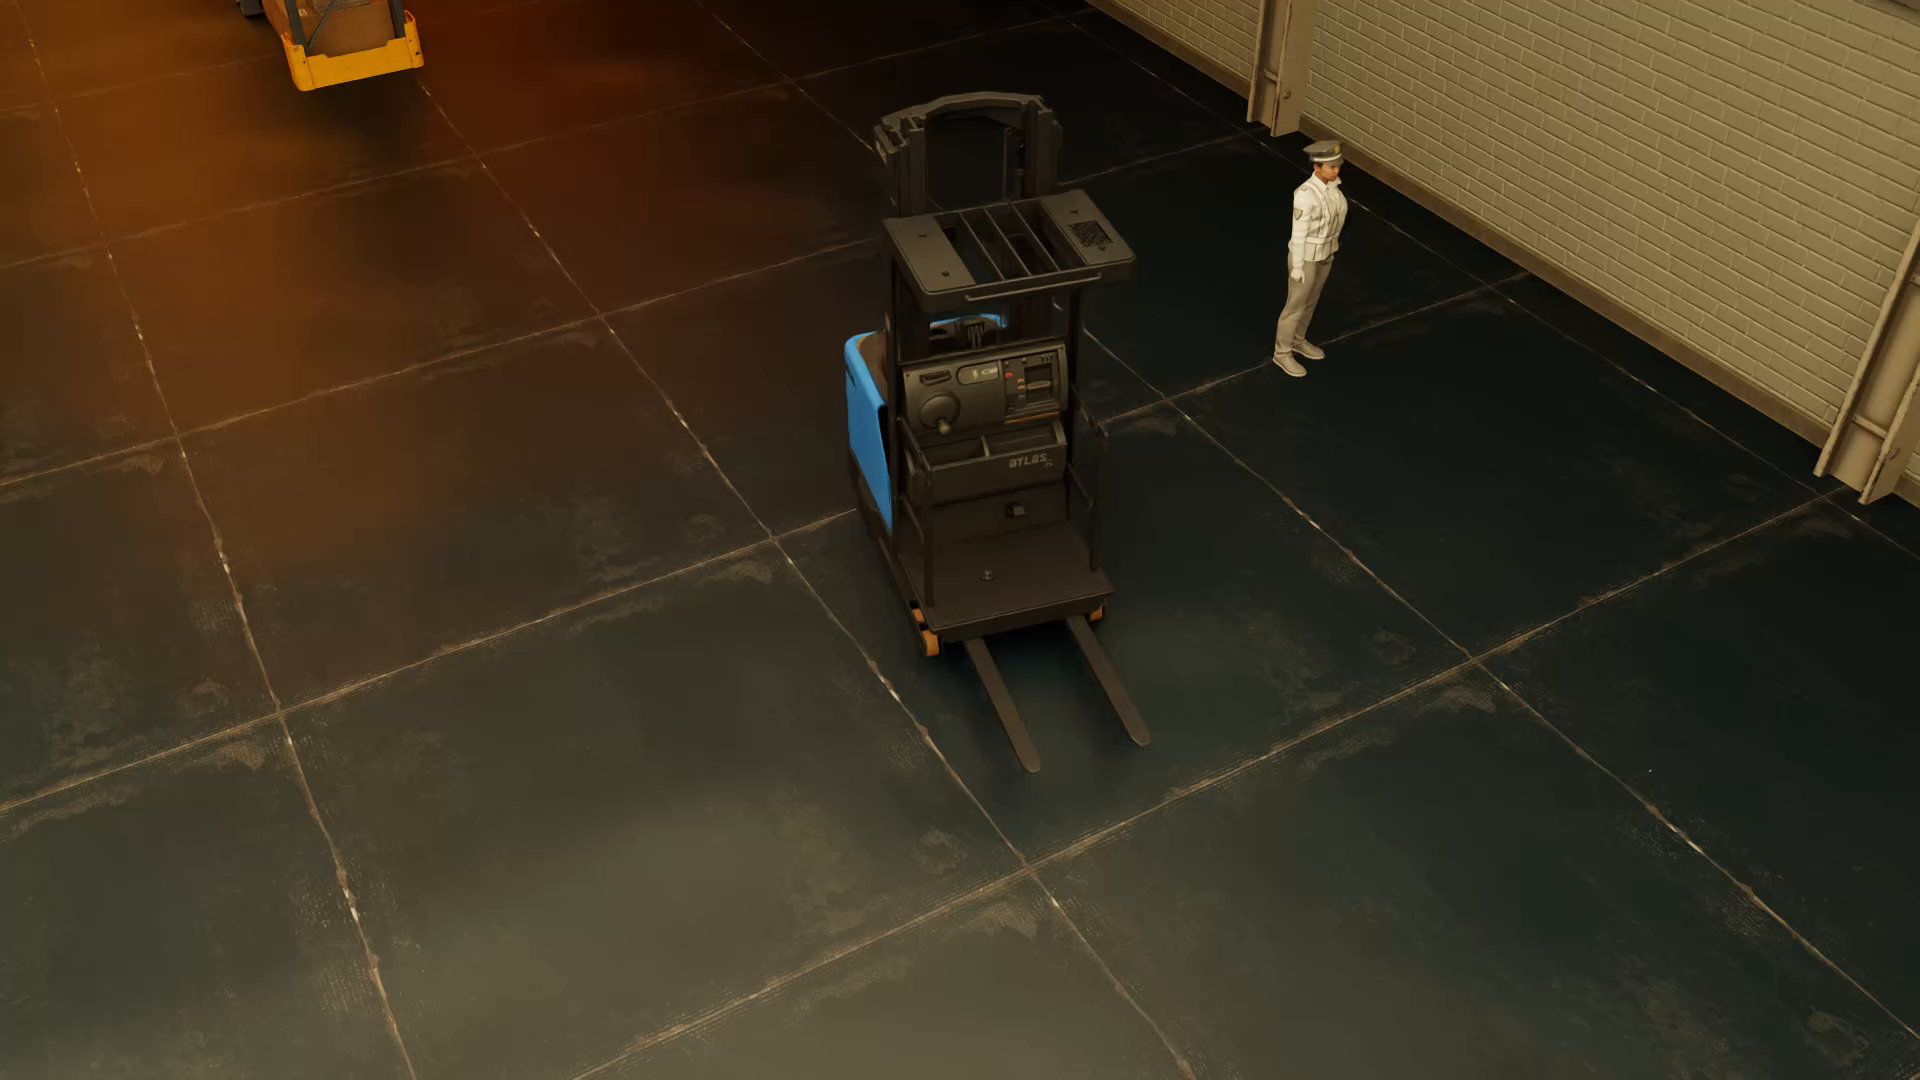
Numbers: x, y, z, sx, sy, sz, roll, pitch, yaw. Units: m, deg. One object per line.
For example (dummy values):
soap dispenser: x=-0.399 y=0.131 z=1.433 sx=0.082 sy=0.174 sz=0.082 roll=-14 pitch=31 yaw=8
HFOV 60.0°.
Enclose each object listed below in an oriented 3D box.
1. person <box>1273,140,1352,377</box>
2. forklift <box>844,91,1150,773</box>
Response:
person: x=2.415 y=-1.947 z=11.359 sx=0.336 sy=1.692 sz=0.464 roll=28 pitch=47 yaw=30
forklift: x=0.214 y=-0.747 z=8.937 sx=1.130 sy=2.935 sz=3.031 roll=-12 pitch=41 yaw=-14
